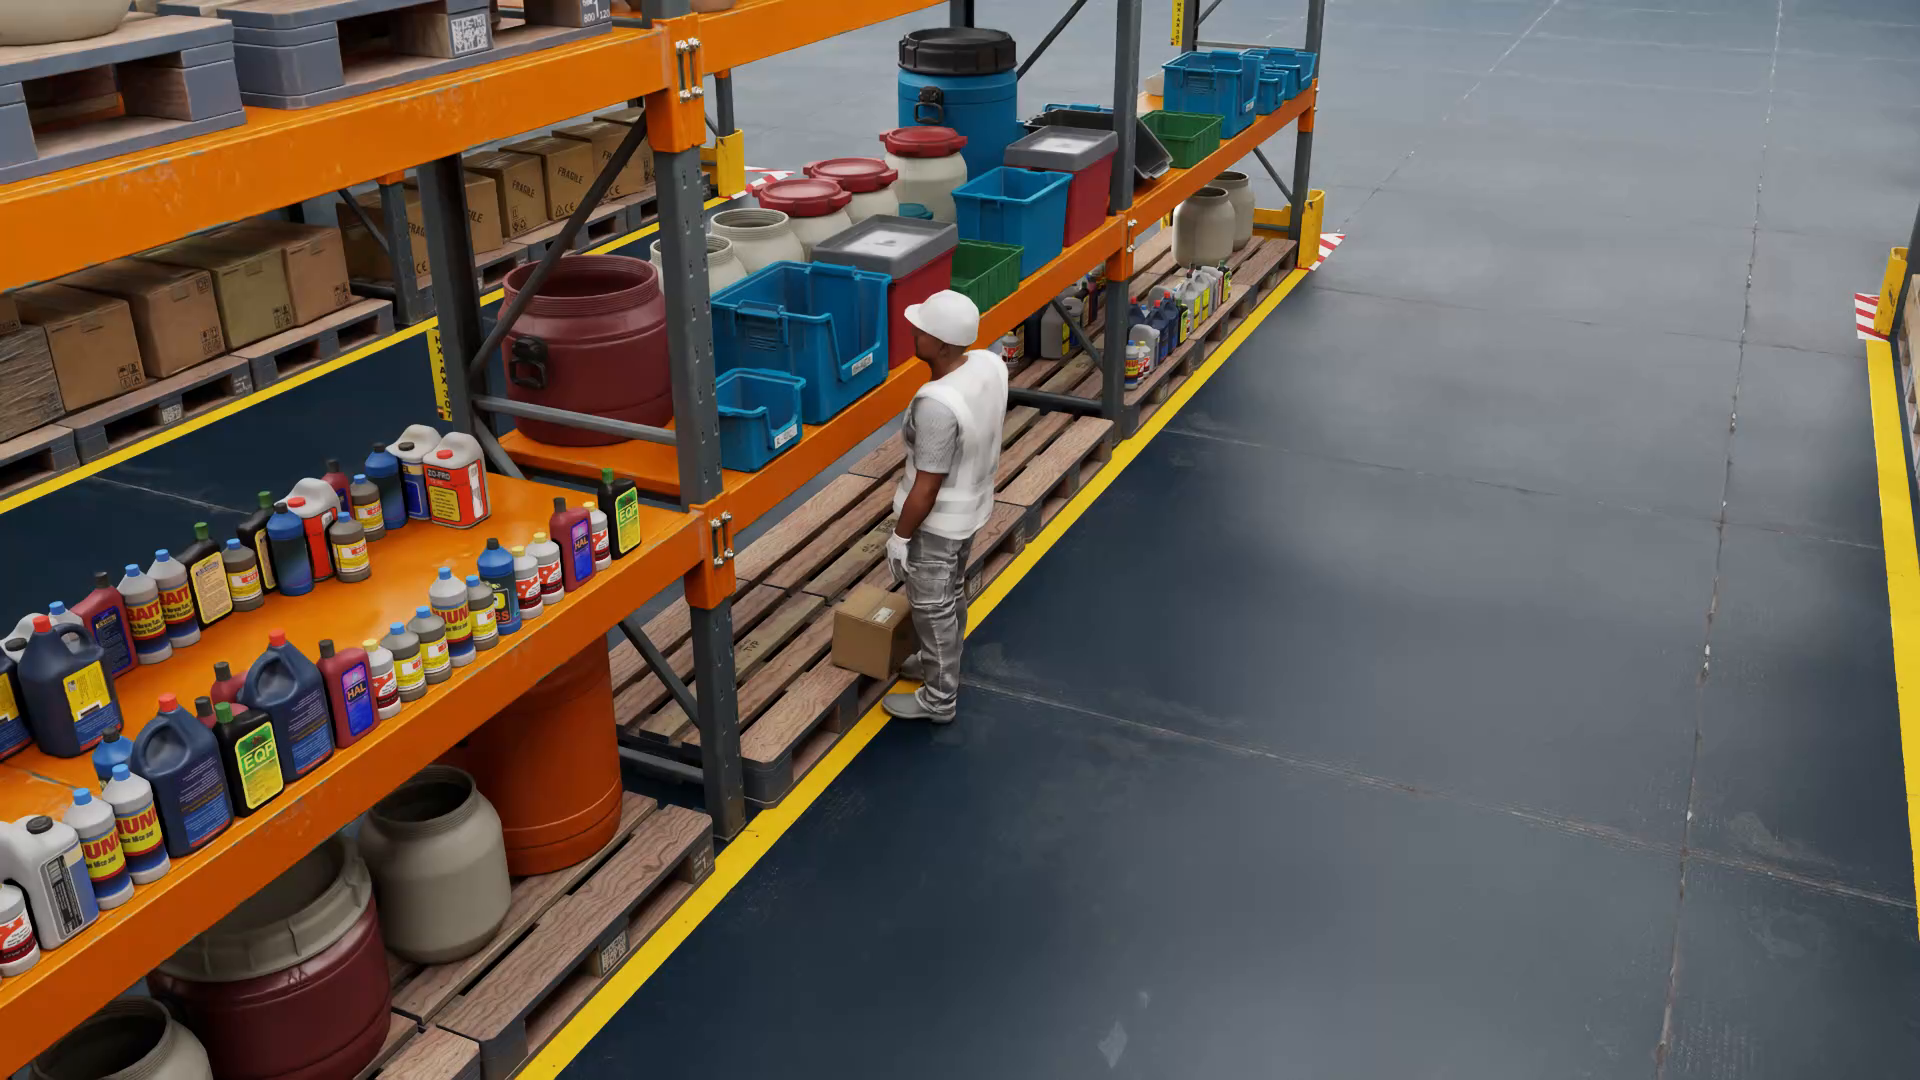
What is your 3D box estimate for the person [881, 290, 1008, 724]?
[{"bbox_3d":[-0.135,-0.116,6.306,0.577,1.783,0.657,11,28,22],"label":"person"}]
